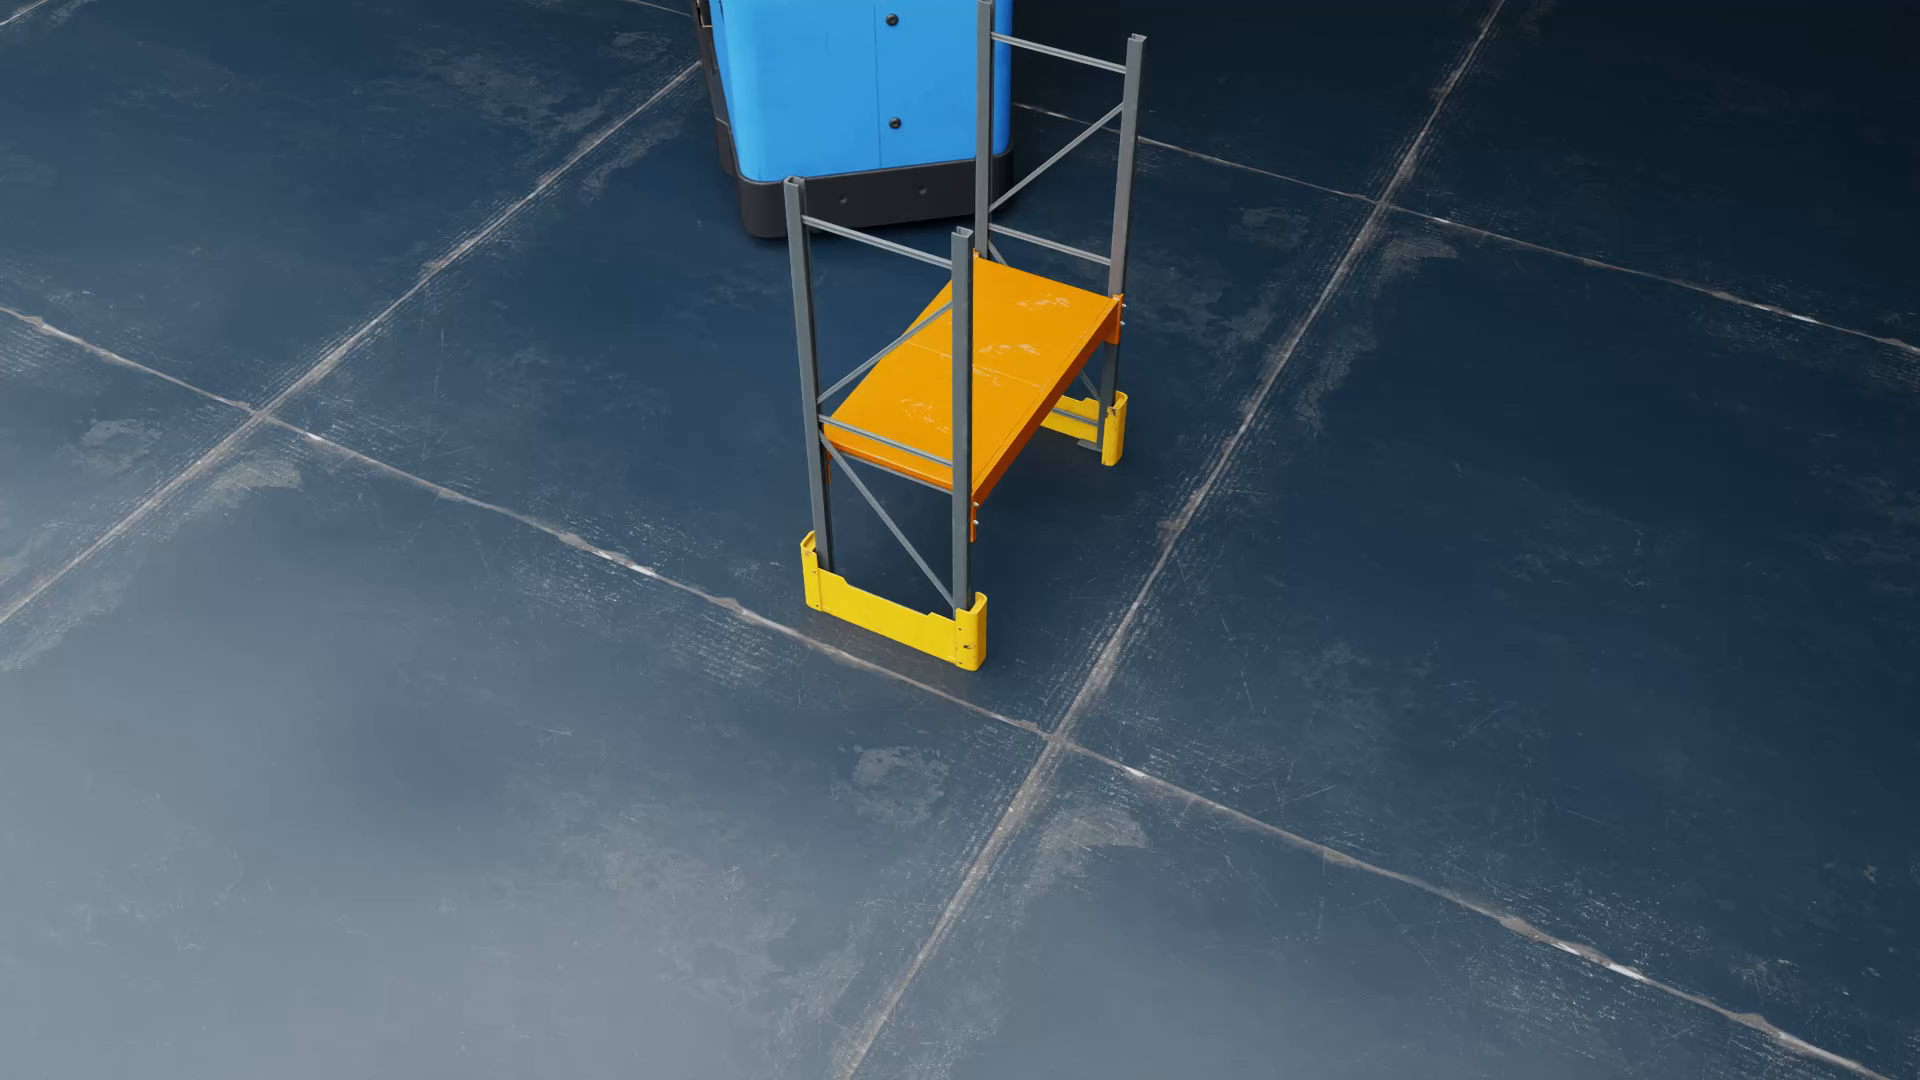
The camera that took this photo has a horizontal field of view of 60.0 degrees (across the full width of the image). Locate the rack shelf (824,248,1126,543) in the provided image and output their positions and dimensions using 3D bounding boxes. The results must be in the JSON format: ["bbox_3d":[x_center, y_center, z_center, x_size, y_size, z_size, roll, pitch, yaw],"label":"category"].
[{"bbox_3d":[0.040,-0.455,4.898,0.538,0.185,1.000,20,49,19],"label":"rack shelf"}]

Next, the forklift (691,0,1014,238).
[{"bbox_3d":[-0.599,-3.234,6.385,1.130,2.935,3.031,-8,46,-8],"label":"forklift"}]

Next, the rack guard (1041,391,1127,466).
[{"bbox_3d":[0.267,-0.450,5.519,0.587,0.250,0.087,20,49,19],"label":"rack guard"}]

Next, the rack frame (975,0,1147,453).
[{"bbox_3d":[0.276,-0.901,5.086,0.500,1.500,0.032,20,49,19],"label":"rack frame"}]

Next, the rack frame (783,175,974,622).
[{"bbox_3d":[-0.196,-0.261,4.453,0.500,1.500,0.032,20,49,19],"label":"rack frame"}]

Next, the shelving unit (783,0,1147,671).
[{"bbox_3d":[0.035,-0.575,4.764,0.587,1.500,1.083,20,49,19],"label":"shelving unit"}]

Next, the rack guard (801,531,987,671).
[{"bbox_3d":[-0.196,0.178,4.898,0.587,0.250,0.087,20,49,19],"label":"rack guard"}]
